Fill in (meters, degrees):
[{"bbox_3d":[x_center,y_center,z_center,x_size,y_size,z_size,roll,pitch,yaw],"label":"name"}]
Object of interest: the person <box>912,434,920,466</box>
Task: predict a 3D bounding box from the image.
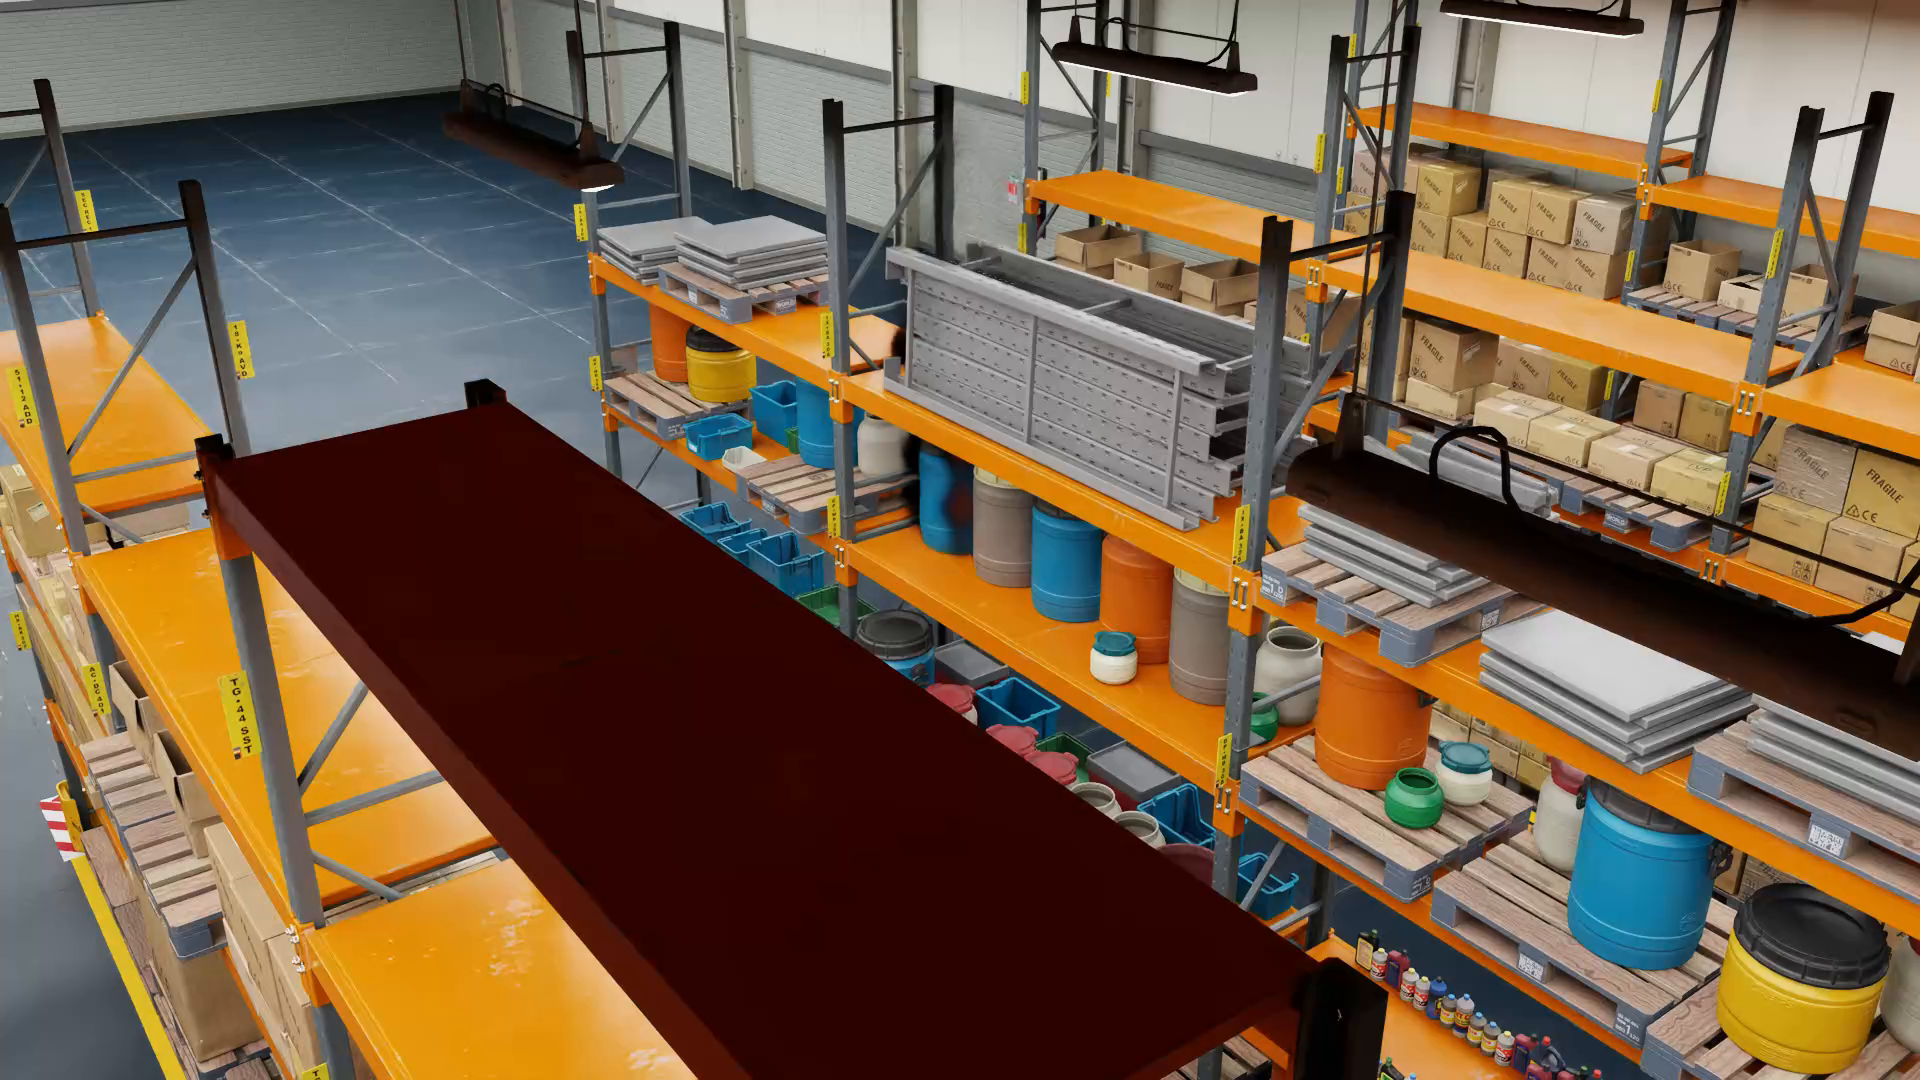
[{"bbox_3d":[-0.593,-1.444,19.992,0.842,1.741,0.670,-1,25,-2],"label":"person"}]
